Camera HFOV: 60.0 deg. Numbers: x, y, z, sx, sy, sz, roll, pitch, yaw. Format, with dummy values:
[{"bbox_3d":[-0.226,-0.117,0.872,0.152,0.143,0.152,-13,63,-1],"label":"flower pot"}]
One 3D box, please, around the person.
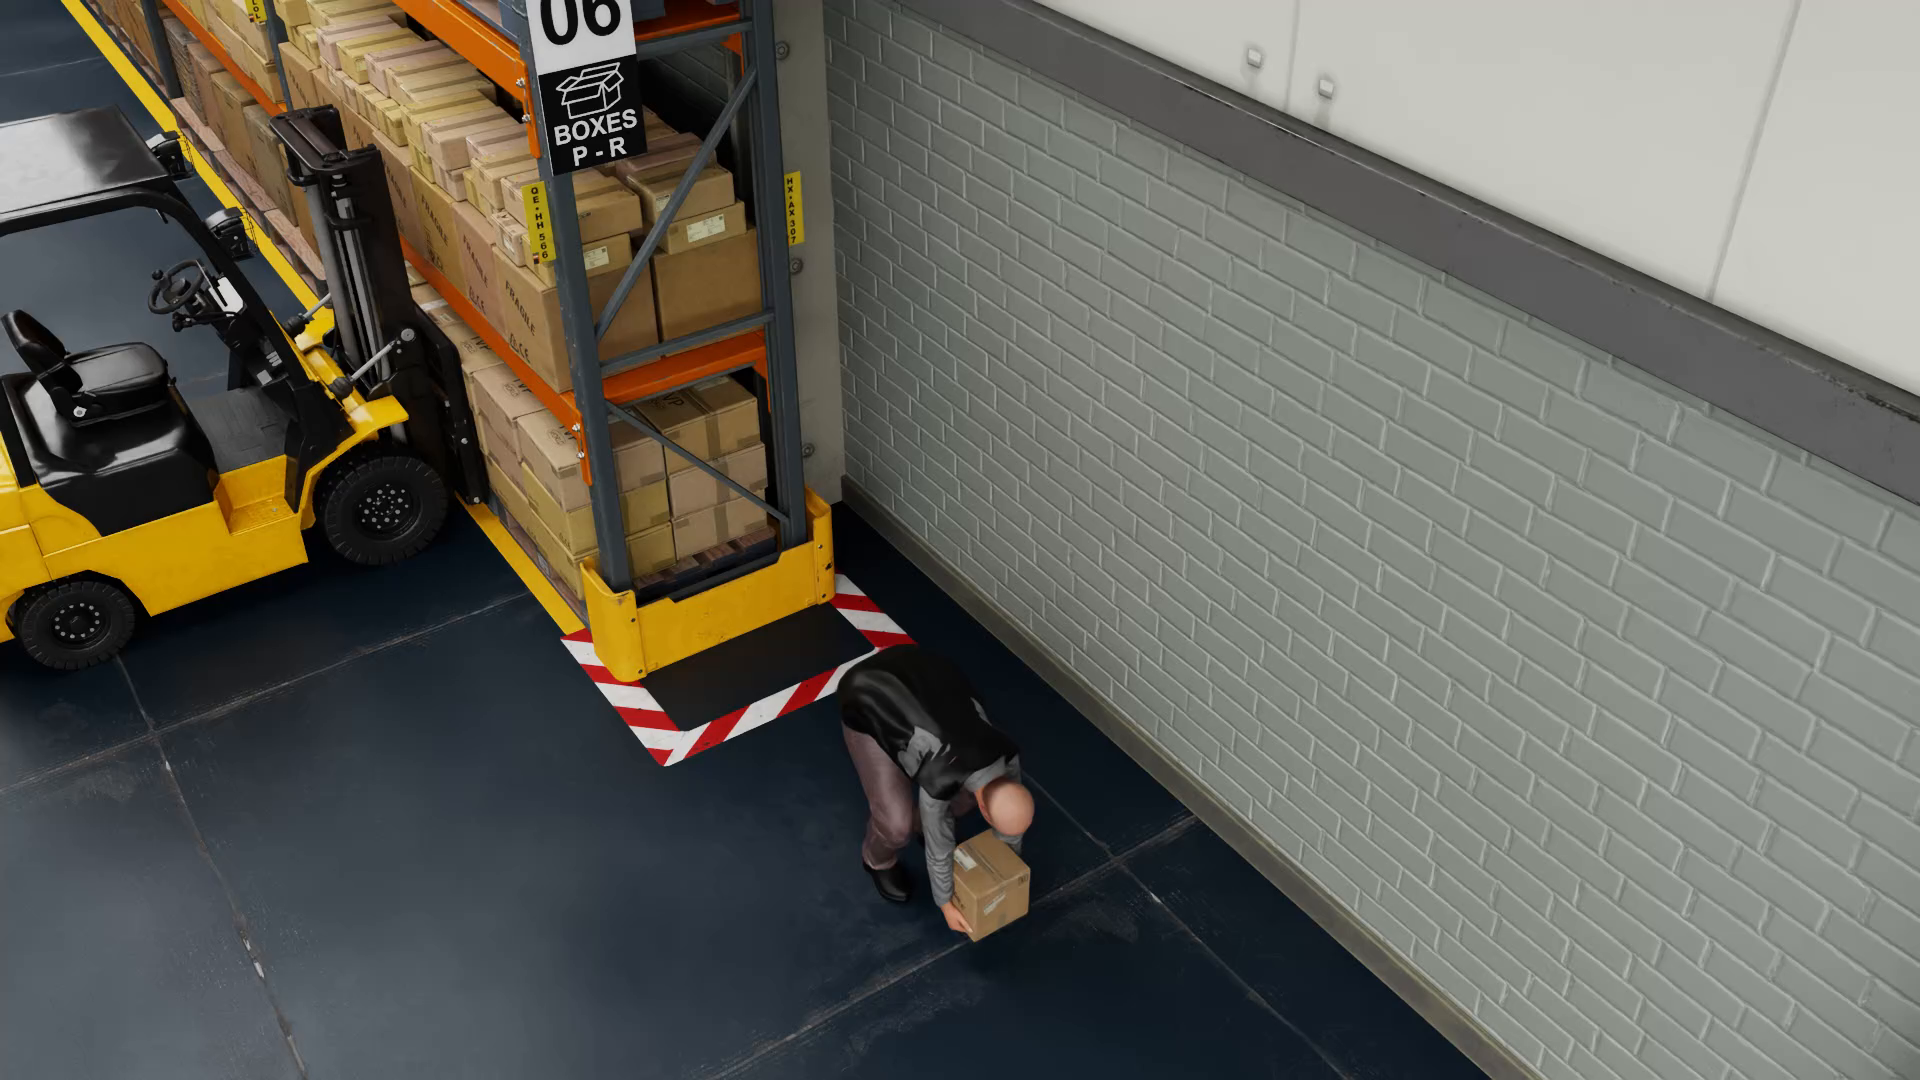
[{"bbox_3d":[-0.063,0.975,6.263,0.492,1.043,0.955,-25,43,-30],"label":"person"}]
